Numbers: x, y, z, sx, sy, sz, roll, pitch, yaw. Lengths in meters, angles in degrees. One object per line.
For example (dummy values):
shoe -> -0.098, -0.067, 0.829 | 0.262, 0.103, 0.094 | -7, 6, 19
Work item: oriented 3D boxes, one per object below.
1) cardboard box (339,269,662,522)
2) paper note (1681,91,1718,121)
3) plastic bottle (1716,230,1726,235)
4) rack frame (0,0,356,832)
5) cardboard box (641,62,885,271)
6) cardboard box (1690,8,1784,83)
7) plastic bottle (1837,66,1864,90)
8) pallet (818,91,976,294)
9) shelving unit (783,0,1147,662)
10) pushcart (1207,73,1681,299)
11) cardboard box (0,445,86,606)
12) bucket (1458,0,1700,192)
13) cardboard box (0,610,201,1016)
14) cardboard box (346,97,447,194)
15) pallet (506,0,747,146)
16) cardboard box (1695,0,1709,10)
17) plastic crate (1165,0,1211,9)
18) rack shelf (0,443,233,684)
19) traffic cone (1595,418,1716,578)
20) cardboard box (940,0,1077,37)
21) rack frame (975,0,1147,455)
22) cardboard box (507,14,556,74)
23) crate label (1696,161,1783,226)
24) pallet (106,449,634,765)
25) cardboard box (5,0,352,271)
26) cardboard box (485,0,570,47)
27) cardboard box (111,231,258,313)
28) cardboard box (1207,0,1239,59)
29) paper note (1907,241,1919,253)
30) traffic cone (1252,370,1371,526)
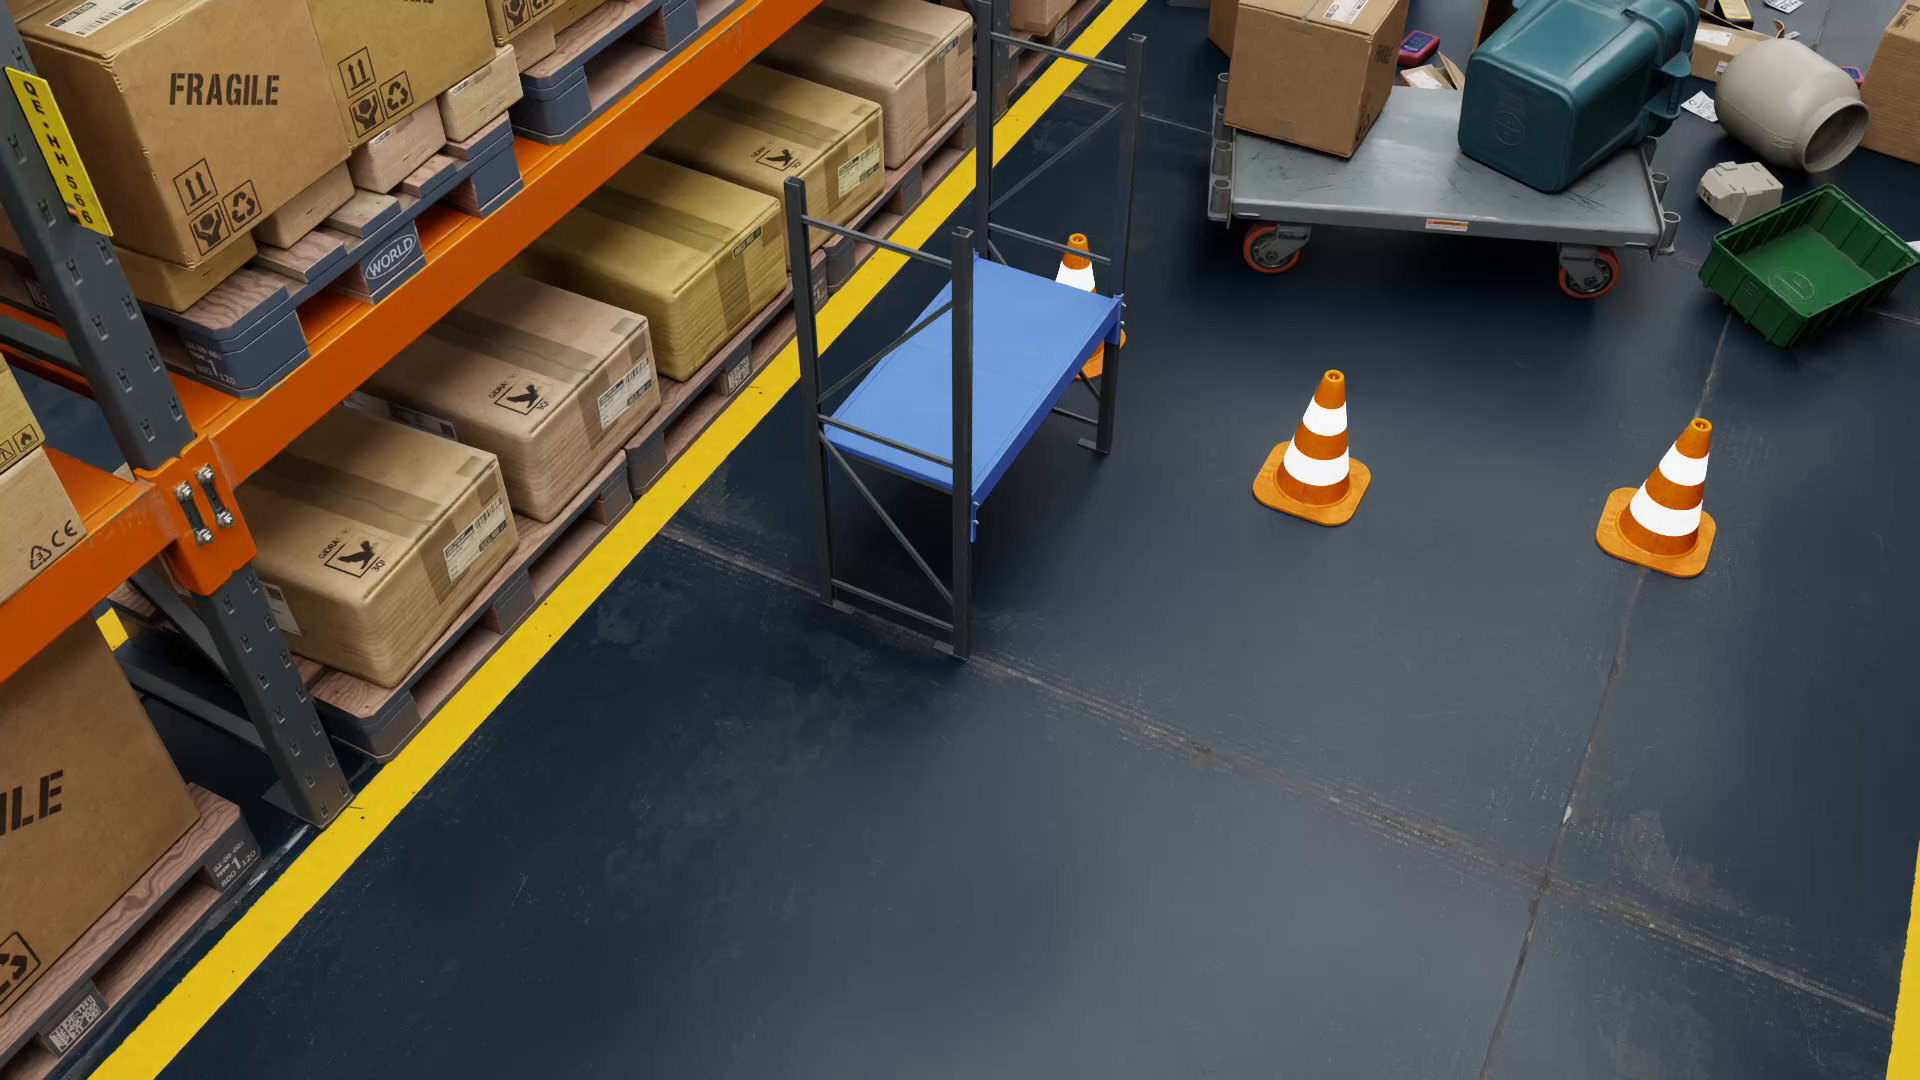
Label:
cardboard box -> -1.518, -0.517, 5.205 | 0.950, 0.372, 0.625 | 20, 49, 18
paper note -> 3.173, -1.836, 7.048 | 0.155, 0.023, 0.172 | -33, 54, -28
plastic bottle -> 2.955, -1.062, 6.257 | 0.133, 0.061, 0.283 | -2, 45, -2
rack frame -> -2.125, -0.473, 3.609 | 1.000, 3.000, 0.127 | 20, 49, 19
cardboard box -> -0.840, -1.432, 6.108 | 0.950, 0.372, 0.625 | 23, 50, 21
cardboard box -> 3.330, -2.152, 7.191 | 0.396, 0.266, 0.258 | 29, 52, 25
plastic bottle -> 3.738, -1.994, 7.177 | 0.283, 0.061, 0.133 | 5, 46, 5
pallet -> -0.628, -1.522, 6.606 | 1.003, 0.211, 1.213 | 20, 49, 19
shelving unit -> 0.040, -0.581, 4.770 | 0.538, 1.500, 1.048 | 20, 49, 19
pushcart -> 1.774, -1.350, 6.319 | 1.648, 0.377, 0.936 | 5, 46, 5
cardboard box -> -2.130, -0.016, 3.263 | 0.500, 0.250, 0.500 | 19, 48, 18
bucket -> 2.184, -1.653, 6.008 | 0.620, 0.611, 0.726 | -39, 56, -20
cardboard box -> -2.519, 0.534, 3.812 | 0.875, 0.875, 0.875 | 20, 49, 19
cardboard box -> -1.481, -1.000, 4.011 | 0.380, 0.149, 0.250 | 17, 48, 17
pallet -> -1.242, -1.666, 4.923 | 1.003, 0.211, 1.213 | 20, 49, 19
cardboard box -> 3.016, -2.693, 7.558 | 0.797, 0.503, 0.637 | -9, 46, -9
plastic crate -> 1.187, -2.685, 7.848 | 0.402, 0.080, 0.583 | 5, 46, 5
rack shelf -> -3.053, 1.039, 2.619 | 1.077, 0.370, 4.000 | 20, 49, 19
traffic cone -> 2.203, -0.185, 5.107 | 0.336, 0.463, 0.334 | 20, 49, 19
cardboard box -> 0.245, -2.457, 7.207 | 0.500, 0.250, 0.500 | 18, 48, 17
rack frame -> 0.276, -0.901, 5.086 | 0.500, 1.500, 0.032 | 20, 49, 19
cardboard box -> -1.292, -1.344, 4.351 | 0.380, 0.149, 0.250 | 23, 50, 21
crate label -> 3.054, -1.366, 6.504 | 0.298, 0.136, 0.250 | -9, 46, -9
pallet -> -1.761, 0.015, 5.087 | 1.003, 0.211, 1.213 | 20, 49, 19
cardboard box -> -1.711, -0.968, 3.523 | 0.500, 0.500, 0.500 | 19, 48, 18
cardboard box -> -1.235, -1.635, 4.182 | 0.500, 0.500, 0.500 | 21, 49, 20
cardboard box -> -1.809, -0.676, 3.690 | 0.380, 0.149, 0.250 | 18, 48, 17
cardboard box -> 1.434, -2.341, 7.211 | 0.500, 0.500, 0.500 | -16, 48, -15
paper note -> 3.673, -1.102, 6.317 | 0.147, 0.020, 0.142 | -9, 46, -9
traffic cone -> 1.147, -0.345, 5.266 | 0.336, 0.463, 0.334 | 20, 49, 19
